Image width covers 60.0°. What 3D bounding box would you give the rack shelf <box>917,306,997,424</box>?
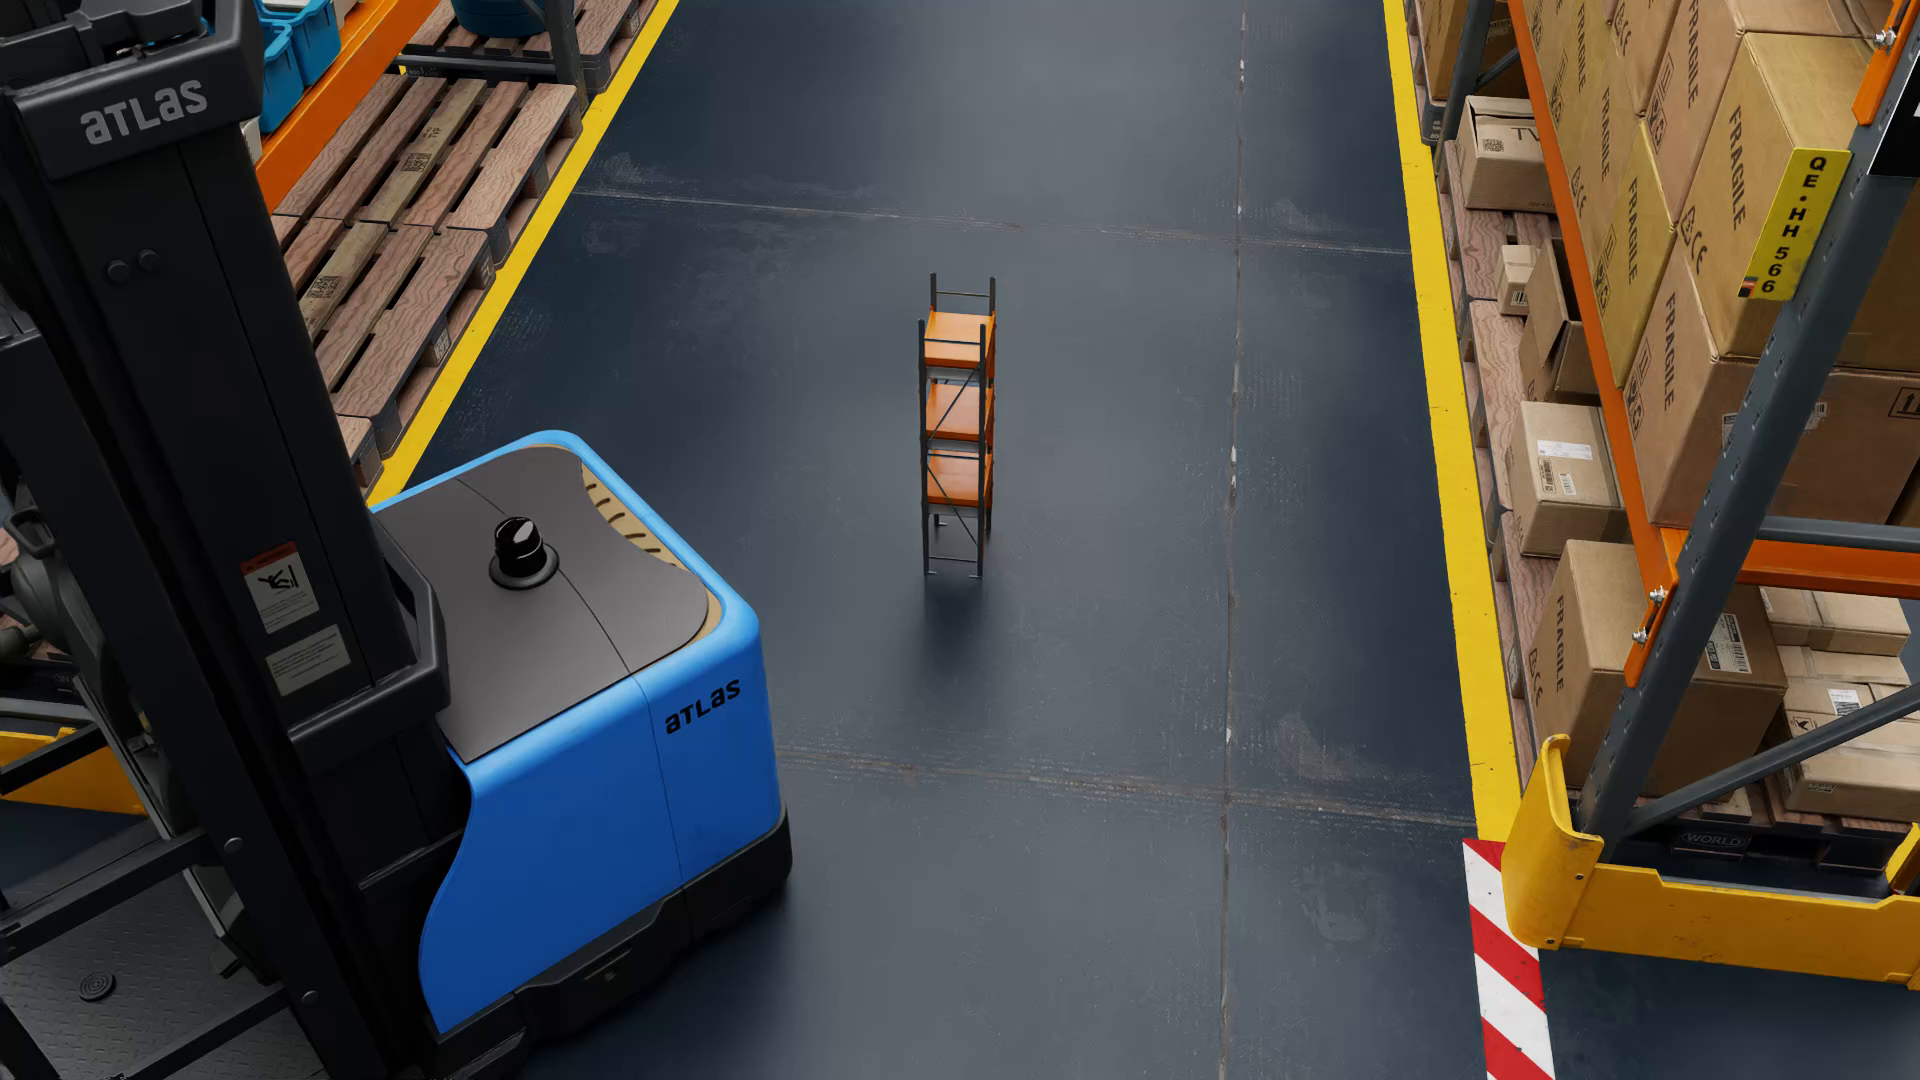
[{"bbox_3d":[-0.007,-0.543,5.163,0.215,0.259,0.240,5,44,6],"label":"rack shelf"}]

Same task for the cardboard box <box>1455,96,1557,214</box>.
[{"bbox_3d":[2.366,-1.631,6.926,0.500,0.311,0.500,5,44,6],"label":"cardboard box"}]

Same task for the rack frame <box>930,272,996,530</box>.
[{"bbox_3d":[0.009,-0.428,5.438,0.200,1.050,0.008,5,44,6],"label":"rack frame"}]

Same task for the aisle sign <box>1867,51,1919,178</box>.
[{"bbox_3d":[1.794,-0.913,2.642,0.394,0.787,0.004,5,44,6],"label":"aisle sign"}]

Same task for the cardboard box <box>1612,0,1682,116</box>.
[{"bbox_3d":[2.023,-1.413,4.261,0.500,0.500,0.500,6,44,7],"label":"cardboard box"}]

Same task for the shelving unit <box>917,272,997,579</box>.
[{"bbox_3d":[-0.007,-0.345,5.351,0.215,1.050,0.252,5,44,6],"label":"shelving unit"}]

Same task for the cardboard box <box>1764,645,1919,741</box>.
[{"bbox_3d":[2.536,0.457,4.826,0.380,0.166,0.250,5,44,6],"label":"cardboard box"}]

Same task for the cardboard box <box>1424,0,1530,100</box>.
[{"bbox_3d":[2.417,-2.328,7.525,0.500,0.500,0.500,5,44,5],"label":"cardboard box"}]

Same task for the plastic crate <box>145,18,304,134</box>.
[{"bbox_3d":[-2.269,-1.437,5.164,0.416,0.233,0.300,5,44,6],"label":"plastic crate"}]

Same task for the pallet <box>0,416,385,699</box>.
[{"bbox_3d":[-2.655,0.014,5.582,1.003,0.211,1.213,5,44,6],"label":"pallet"}]

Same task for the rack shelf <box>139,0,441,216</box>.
[{"bbox_3d":[-2.538,-1.542,5.720,1.077,0.370,4.000,5,44,6],"label":"rack shelf"}]

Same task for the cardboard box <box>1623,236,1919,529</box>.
[{"bbox_3d":[1.897,-0.354,3.869,0.500,0.500,0.500,6,44,7],"label":"cardboard box"}]

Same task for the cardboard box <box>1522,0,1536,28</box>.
[{"bbox_3d":[2.234,-2.078,5.690,0.500,0.500,0.500,6,44,6],"label":"cardboard box"}]

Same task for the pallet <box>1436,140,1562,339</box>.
[{"bbox_3d":[2.544,-1.233,6.899,1.003,0.211,1.213,5,44,6],"label":"pallet"}]

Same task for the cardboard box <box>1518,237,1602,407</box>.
[{"bbox_3d":[2.393,-0.686,5.789,0.797,0.503,0.637,5,44,6],"label":"cardboard box"}]

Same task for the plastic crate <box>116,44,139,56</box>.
[{"bbox_3d":[-2.788,-1.530,5.333,0.298,0.136,0.250,5,44,6],"label":"plastic crate"}]

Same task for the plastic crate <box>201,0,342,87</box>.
[{"bbox_3d":[-2.230,-1.642,5.380,0.416,0.233,0.300,5,44,6],"label":"plastic crate"}]

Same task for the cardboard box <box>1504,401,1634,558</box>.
[{"bbox_3d":[2.090,-0.187,5.445,0.500,0.250,0.500,5,44,6],"label":"cardboard box"}]

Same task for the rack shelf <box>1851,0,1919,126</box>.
[{"bbox_3d":[2.372,-2.179,4.211,1.077,0.370,4.000,5,44,6],"label":"rack shelf"}]

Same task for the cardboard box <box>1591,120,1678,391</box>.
[{"bbox_3d":[1.962,-0.708,4.243,0.500,0.500,0.500,6,44,6],"label":"cardboard box"}]

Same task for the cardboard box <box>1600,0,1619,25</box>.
[{"bbox_3d":[2.091,-1.763,4.631,0.500,0.500,0.500,6,44,7],"label":"cardboard box"}]

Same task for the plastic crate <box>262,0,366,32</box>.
[{"bbox_3d":[-2.206,-1.878,5.700,0.293,0.136,0.466,5,44,6],"label":"plastic crate"}]

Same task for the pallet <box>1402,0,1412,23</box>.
[{"bbox_3d":[2.865,-3.093,8.863,1.003,0.211,1.213,5,44,6],"label":"pallet"}]

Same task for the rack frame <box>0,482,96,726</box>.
[{"bbox_3d":[-2.802,-0.440,4.033,1.000,3.000,0.127,5,44,6],"label":"rack frame"}]

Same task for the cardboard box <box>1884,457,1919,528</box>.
[{"bbox_3d":[2.427,-0.302,3.815,0.500,0.500,0.500,6,44,6],"label":"cardboard box"}]

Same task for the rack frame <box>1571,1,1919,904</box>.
[{"bbox_3d":[2.107,0.012,3.555,1.000,3.000,0.127,5,44,6],"label":"rack frame"}]

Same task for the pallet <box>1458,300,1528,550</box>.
[{"bbox_3d":[2.385,-0.399,6.018,1.003,0.211,1.213,5,44,6],"label":"pallet"}]

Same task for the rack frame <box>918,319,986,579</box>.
[{"bbox_3d":[-0.023,-0.262,5.263,0.200,1.050,0.008,5,44,6],"label":"rack frame"}]

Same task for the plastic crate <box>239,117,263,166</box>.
[{"bbox_3d":[-2.229,-1.178,4.961,0.250,0.136,0.298,5,44,6],"label":"plastic crate"}]

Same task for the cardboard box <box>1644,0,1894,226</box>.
[{"bbox_3d":[1.959,-1.060,3.887,0.500,0.500,0.500,6,44,7],"label":"cardboard box"}]

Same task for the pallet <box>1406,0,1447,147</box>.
[{"bbox_3d":[2.706,-2.259,7.982,1.003,0.211,1.213,5,44,6],"label":"pallet"}]

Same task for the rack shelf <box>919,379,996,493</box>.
[{"bbox_3d":[-0.007,-0.337,5.358,0.215,0.259,0.240,5,44,6],"label":"rack shelf"}]

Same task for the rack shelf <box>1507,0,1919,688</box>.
[{"bbox_3d":[2.372,-1.089,5.242,1.077,0.370,4.000,5,44,6],"label":"rack shelf"}]

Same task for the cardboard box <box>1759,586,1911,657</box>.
[{"bbox_3d":[2.526,0.166,5.073,0.500,0.250,0.500,5,44,6],"label":"cardboard box"}]

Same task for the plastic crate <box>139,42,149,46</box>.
[{"bbox_3d":[-2.785,-1.824,5.573,0.416,0.233,0.300,5,44,6],"label":"plastic crate"}]

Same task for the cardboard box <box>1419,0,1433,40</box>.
[{"bbox_3d":[2.491,-2.664,7.880,0.500,0.500,0.500,5,44,6],"label":"cardboard box"}]

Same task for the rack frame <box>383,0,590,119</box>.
[{"bbox_3d":[-2.273,-3.166,6.912,1.000,3.000,0.127,5,44,6],"label":"rack frame"}]

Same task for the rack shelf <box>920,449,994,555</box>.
[{"bbox_3d":[-0.007,-0.135,5.549,0.215,0.259,0.240,5,44,6],"label":"rack shelf"}]

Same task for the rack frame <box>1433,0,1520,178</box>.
[{"bbox_3d":[2.636,-2.714,6.434,1.000,3.000,0.127,5,44,6],"label":"rack frame"}]

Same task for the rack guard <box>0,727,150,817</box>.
[{"bbox_3d":[-2.793,0.485,4.874,1.175,0.500,0.348,5,44,6],"label":"rack guard"}]

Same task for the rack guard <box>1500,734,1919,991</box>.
[{"bbox_3d":[2.117,0.868,4.469,1.175,0.500,0.348,5,44,6],"label":"rack guard"}]

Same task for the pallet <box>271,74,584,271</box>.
[{"bbox_3d":[-2.332,-1.649,7.338,1.003,0.211,1.213,5,44,6],"label":"pallet"}]

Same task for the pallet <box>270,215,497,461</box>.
[{"bbox_3d":[-2.491,-0.815,6.458,1.003,0.211,1.213,5,44,6],"label":"pallet"}]

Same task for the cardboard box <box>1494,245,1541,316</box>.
[{"bbox_3d":[2.262,-0.988,6.352,0.380,0.166,0.250,5,44,6],"label":"cardboard box"}]

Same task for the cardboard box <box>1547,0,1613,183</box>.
[{"bbox_3d":[2.100,-1.391,4.964,0.500,0.500,0.500,5,44,5],"label":"cardboard box"}]

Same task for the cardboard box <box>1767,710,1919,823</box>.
[{"bbox_3d":[2.503,0.634,4.653,0.380,0.149,0.250,5,44,6],"label":"cardboard box"}]

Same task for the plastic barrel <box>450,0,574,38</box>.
[{"bbox_3d":[-2.185,-2.926,7.879,0.600,0.901,0.708,5,44,6],"label":"plastic barrel"}]

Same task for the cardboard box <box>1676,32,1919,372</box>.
[{"bbox_3d":[1.893,-0.715,3.524,0.500,0.500,0.500,5,44,5],"label":"cardboard box"}]

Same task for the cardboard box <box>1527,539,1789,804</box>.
[{"bbox_3d":[1.935,0.367,4.678,0.500,0.500,0.500,5,44,6],"label":"cardboard box"}]

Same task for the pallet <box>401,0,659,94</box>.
[{"bbox_3d":[-2.130,-2.676,8.423,1.003,0.211,1.213,5,44,6],"label":"pallet"}]

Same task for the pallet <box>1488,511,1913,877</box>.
[{"bbox_3d":[2.222,0.430,5.143,1.003,0.211,1.213,5,44,6],"label":"pallet"}]

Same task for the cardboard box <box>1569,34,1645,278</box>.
[{"bbox_3d":[2.033,-1.047,4.602,0.500,0.500,0.500,6,44,6],"label":"cardboard box"}]

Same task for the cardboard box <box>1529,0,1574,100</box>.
[{"bbox_3d":[2.166,-1.737,5.330,0.500,0.500,0.500,5,44,5],"label":"cardboard box"}]

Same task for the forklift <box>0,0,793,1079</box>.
[{"bbox_3d":[-1.934,0.286,3.316,3.031,2.935,1.130,-29,51,-27],"label":"forklift"}]

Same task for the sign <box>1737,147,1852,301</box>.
[{"bbox_3d":[1.560,-0.587,3.116,0.100,0.325,0.005,5,44,6],"label":"sign"}]
